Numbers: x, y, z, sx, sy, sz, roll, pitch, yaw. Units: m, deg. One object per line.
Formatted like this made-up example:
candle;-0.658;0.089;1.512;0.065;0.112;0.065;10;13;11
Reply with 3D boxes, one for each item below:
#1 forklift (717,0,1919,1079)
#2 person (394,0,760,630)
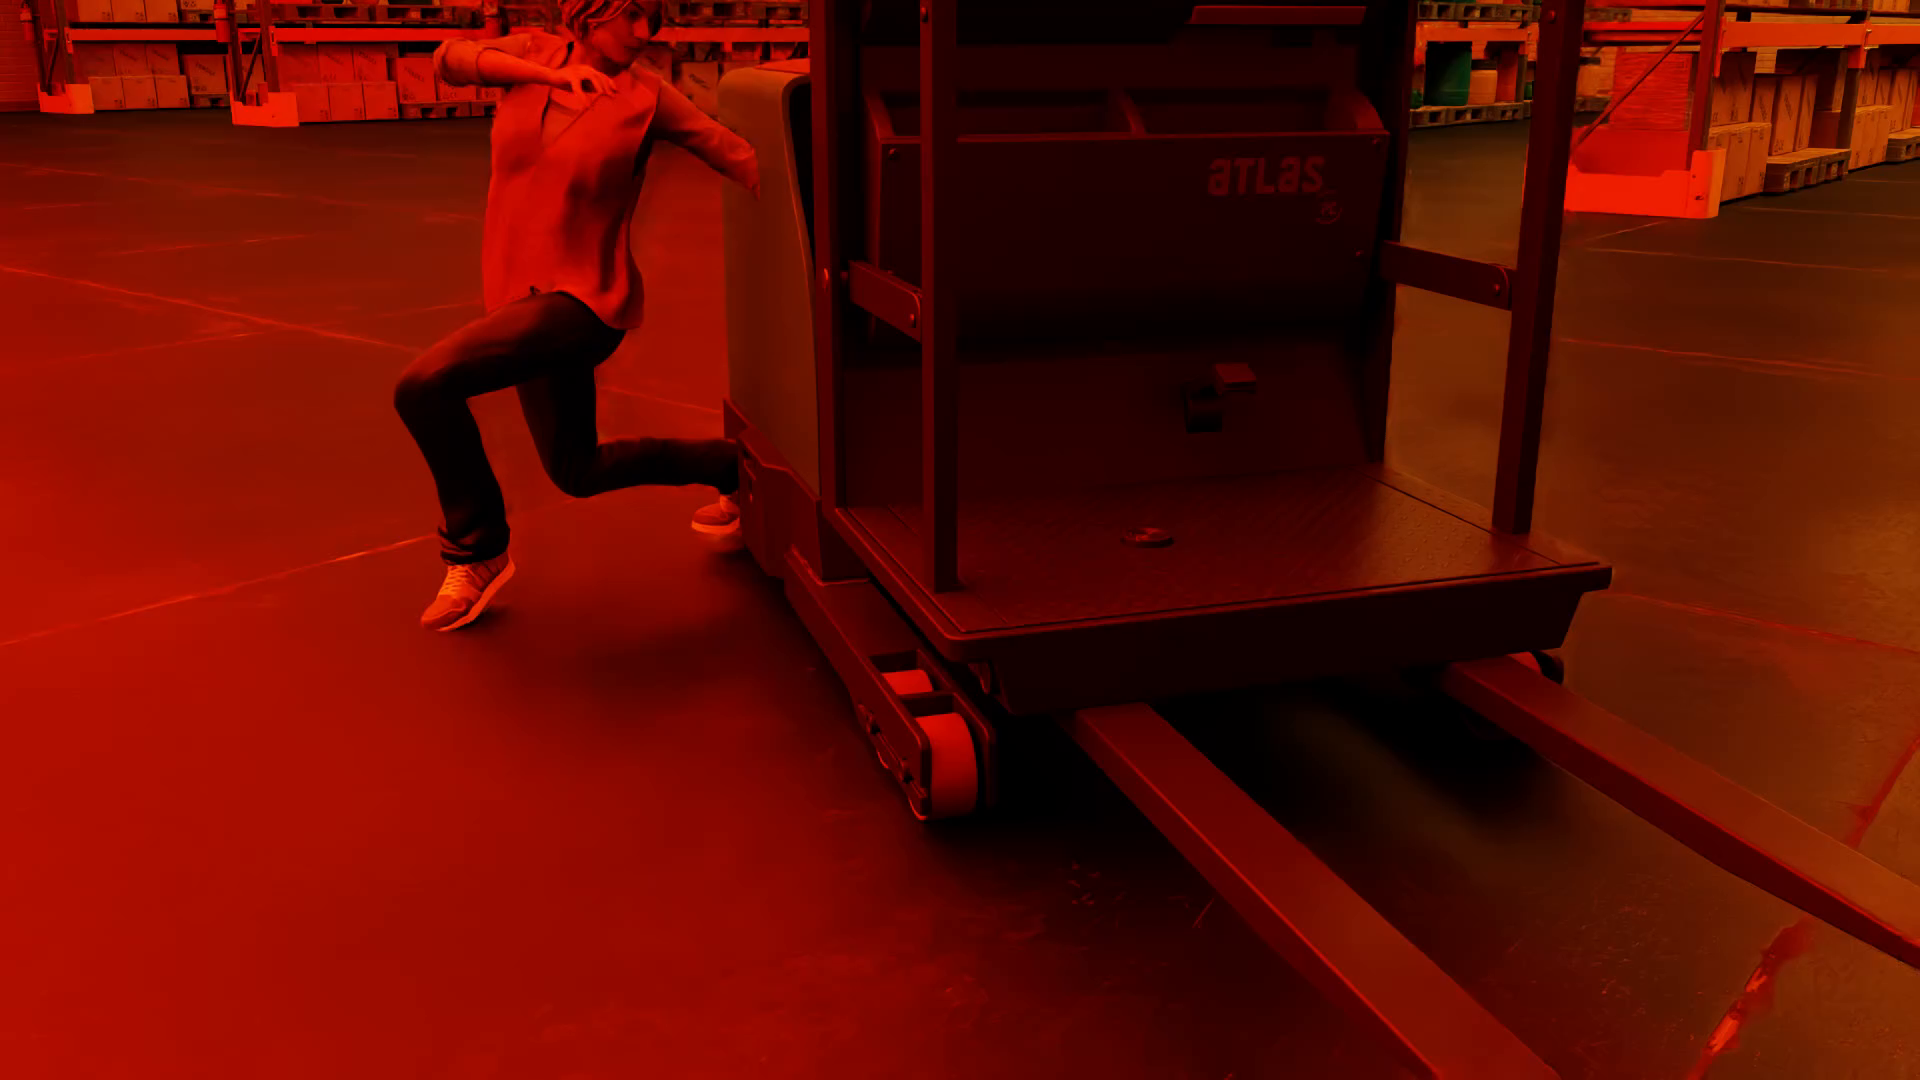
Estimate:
forklift;0.360;-1.104;2.532;1.130;2.935;3.031;-5;18;-17
person;-0.669;-0.504;3.381;0.701;1.342;0.879;13;21;36
